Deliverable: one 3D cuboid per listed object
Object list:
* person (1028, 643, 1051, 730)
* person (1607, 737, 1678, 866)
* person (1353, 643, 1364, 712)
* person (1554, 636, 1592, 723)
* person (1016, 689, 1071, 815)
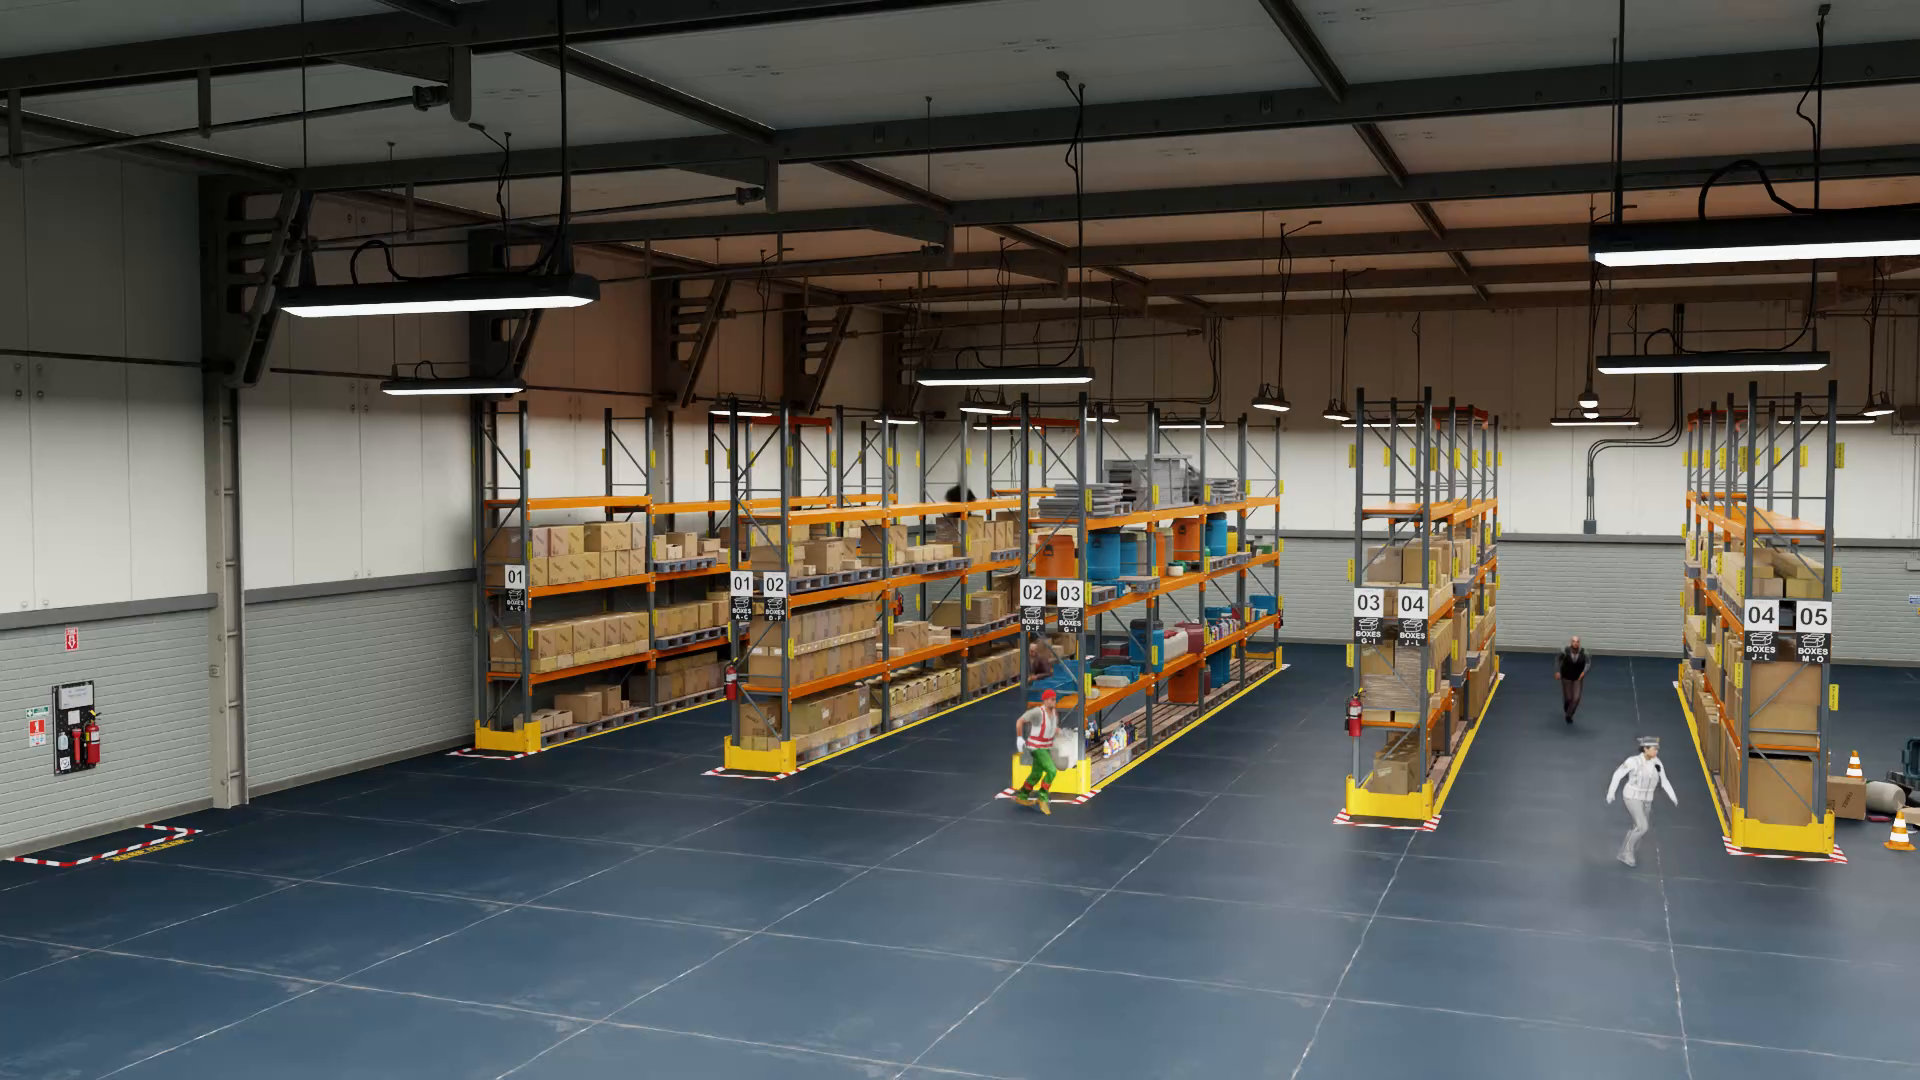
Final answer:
[{"bbox_3d":[1.474,2.743,30.829,0.717,1.478,1.185,2,3,32],"label":"person"},{"bbox_3d":[8.359,3.189,20.300,0.590,1.615,0.751,-1,3,-19],"label":"person"},{"bbox_3d":[8.133,2.606,33.405,0.601,1.616,0.962,1,3,14],"label":"person"},{"bbox_3d":[11.667,2.640,31.659,0.638,1.660,0.663,0,3,7],"label":"person"},{"bbox_3d":[1.134,2.983,23.592,0.833,1.762,0.711,2,4,39],"label":"person"}]
